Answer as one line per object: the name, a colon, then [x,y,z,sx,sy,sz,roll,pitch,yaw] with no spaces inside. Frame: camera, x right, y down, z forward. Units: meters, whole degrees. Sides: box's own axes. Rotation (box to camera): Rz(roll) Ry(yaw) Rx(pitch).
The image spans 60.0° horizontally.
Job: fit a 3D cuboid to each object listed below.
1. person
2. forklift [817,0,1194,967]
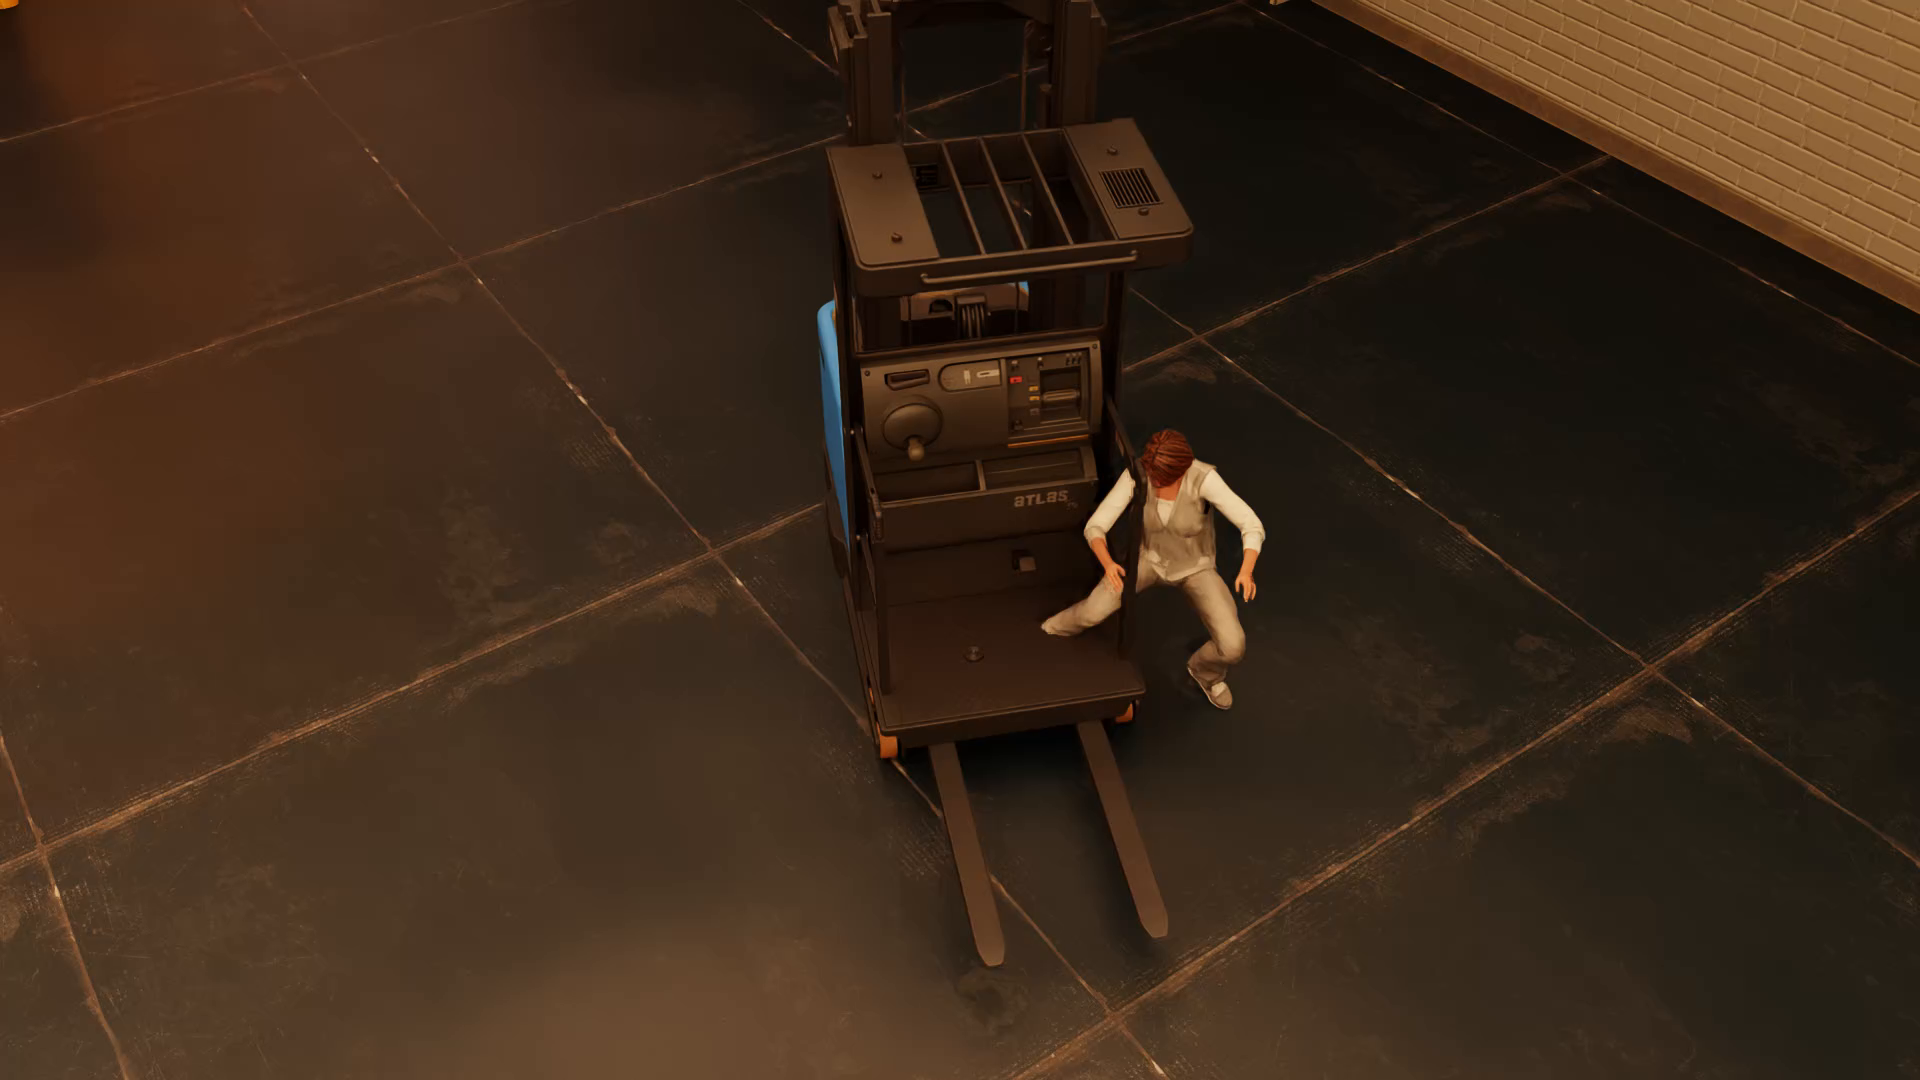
person: [0.770,0.175,6.668,0.878,1.361,0.670,15,45,15]
forklift: [0.132,-0.449,6.203,1.130,2.935,3.031,-8,43,-8]
